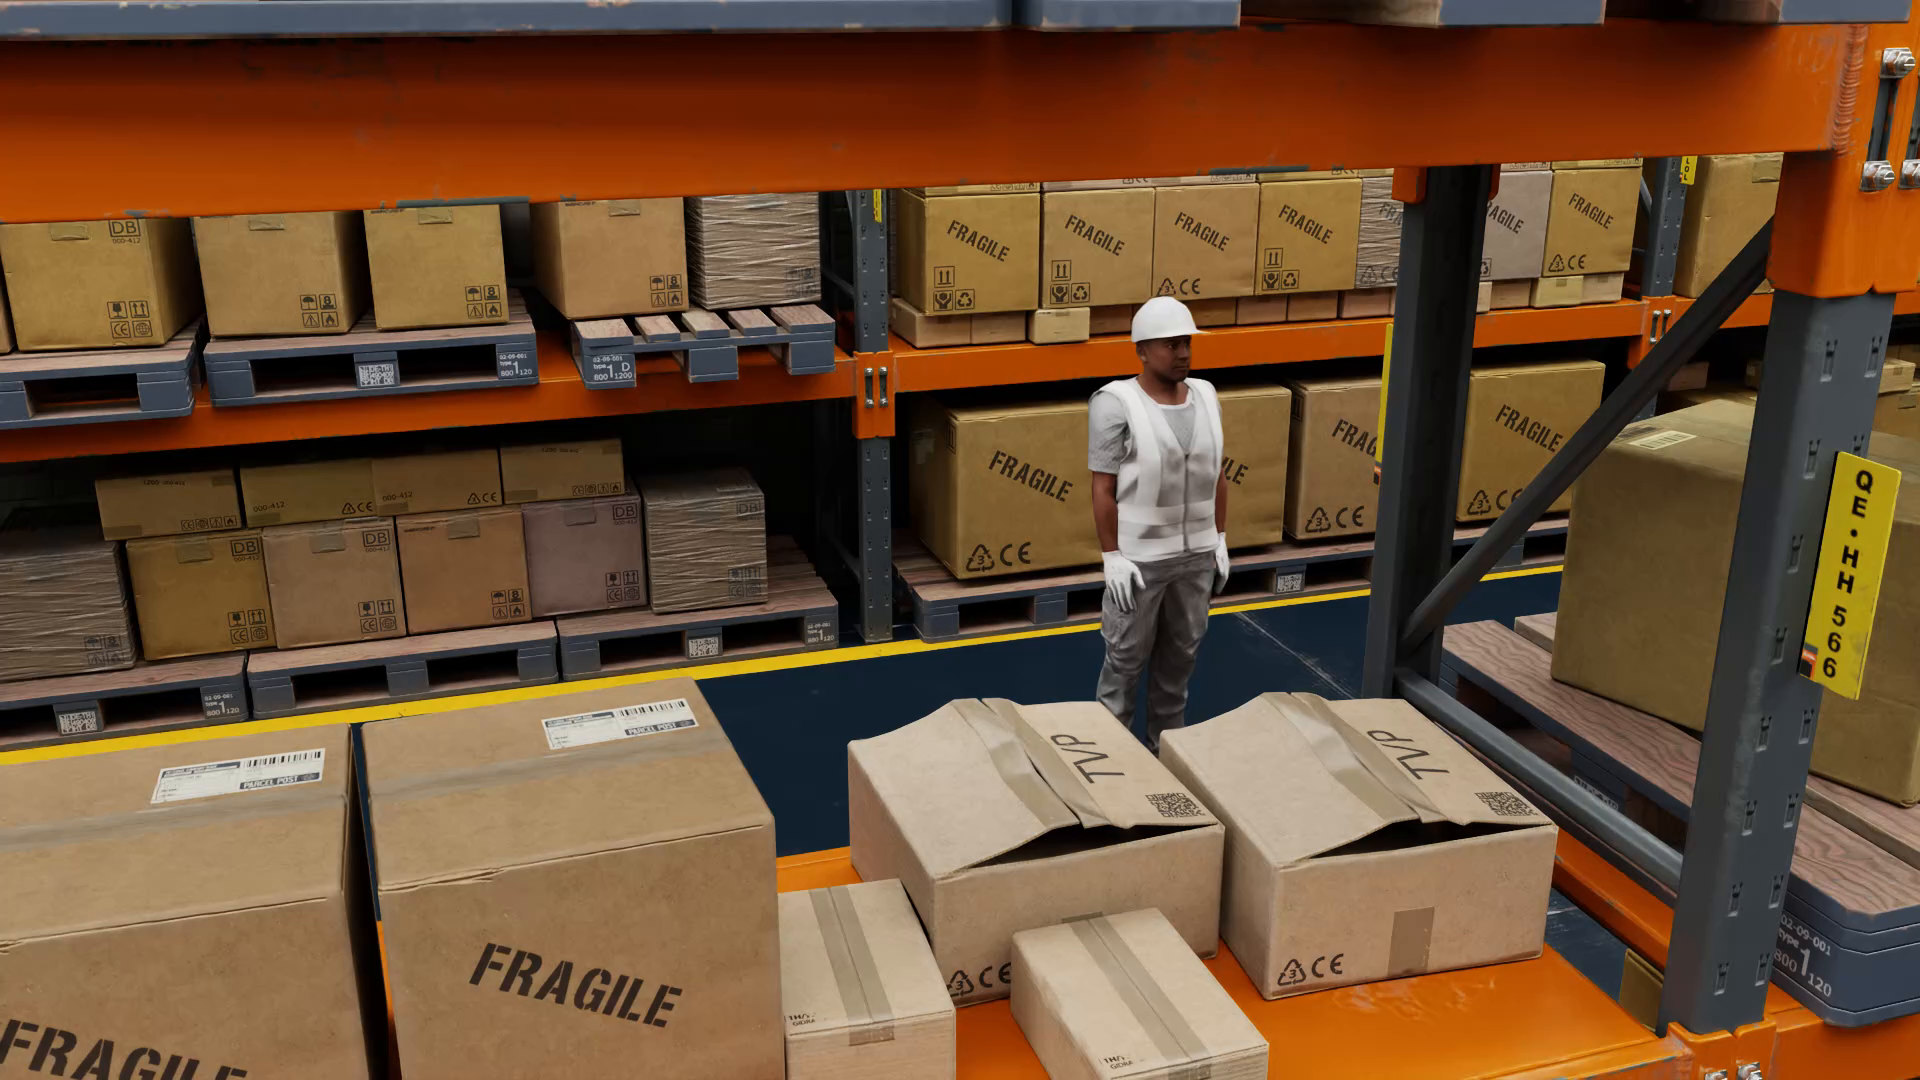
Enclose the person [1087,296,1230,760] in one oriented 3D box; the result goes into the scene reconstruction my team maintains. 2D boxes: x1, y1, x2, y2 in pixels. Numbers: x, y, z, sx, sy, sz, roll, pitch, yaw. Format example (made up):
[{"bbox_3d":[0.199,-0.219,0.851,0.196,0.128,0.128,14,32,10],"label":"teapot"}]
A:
[{"bbox_3d":[0.714,0.044,5.827,0.558,1.787,0.385,-10,21,-26],"label":"person"}]
